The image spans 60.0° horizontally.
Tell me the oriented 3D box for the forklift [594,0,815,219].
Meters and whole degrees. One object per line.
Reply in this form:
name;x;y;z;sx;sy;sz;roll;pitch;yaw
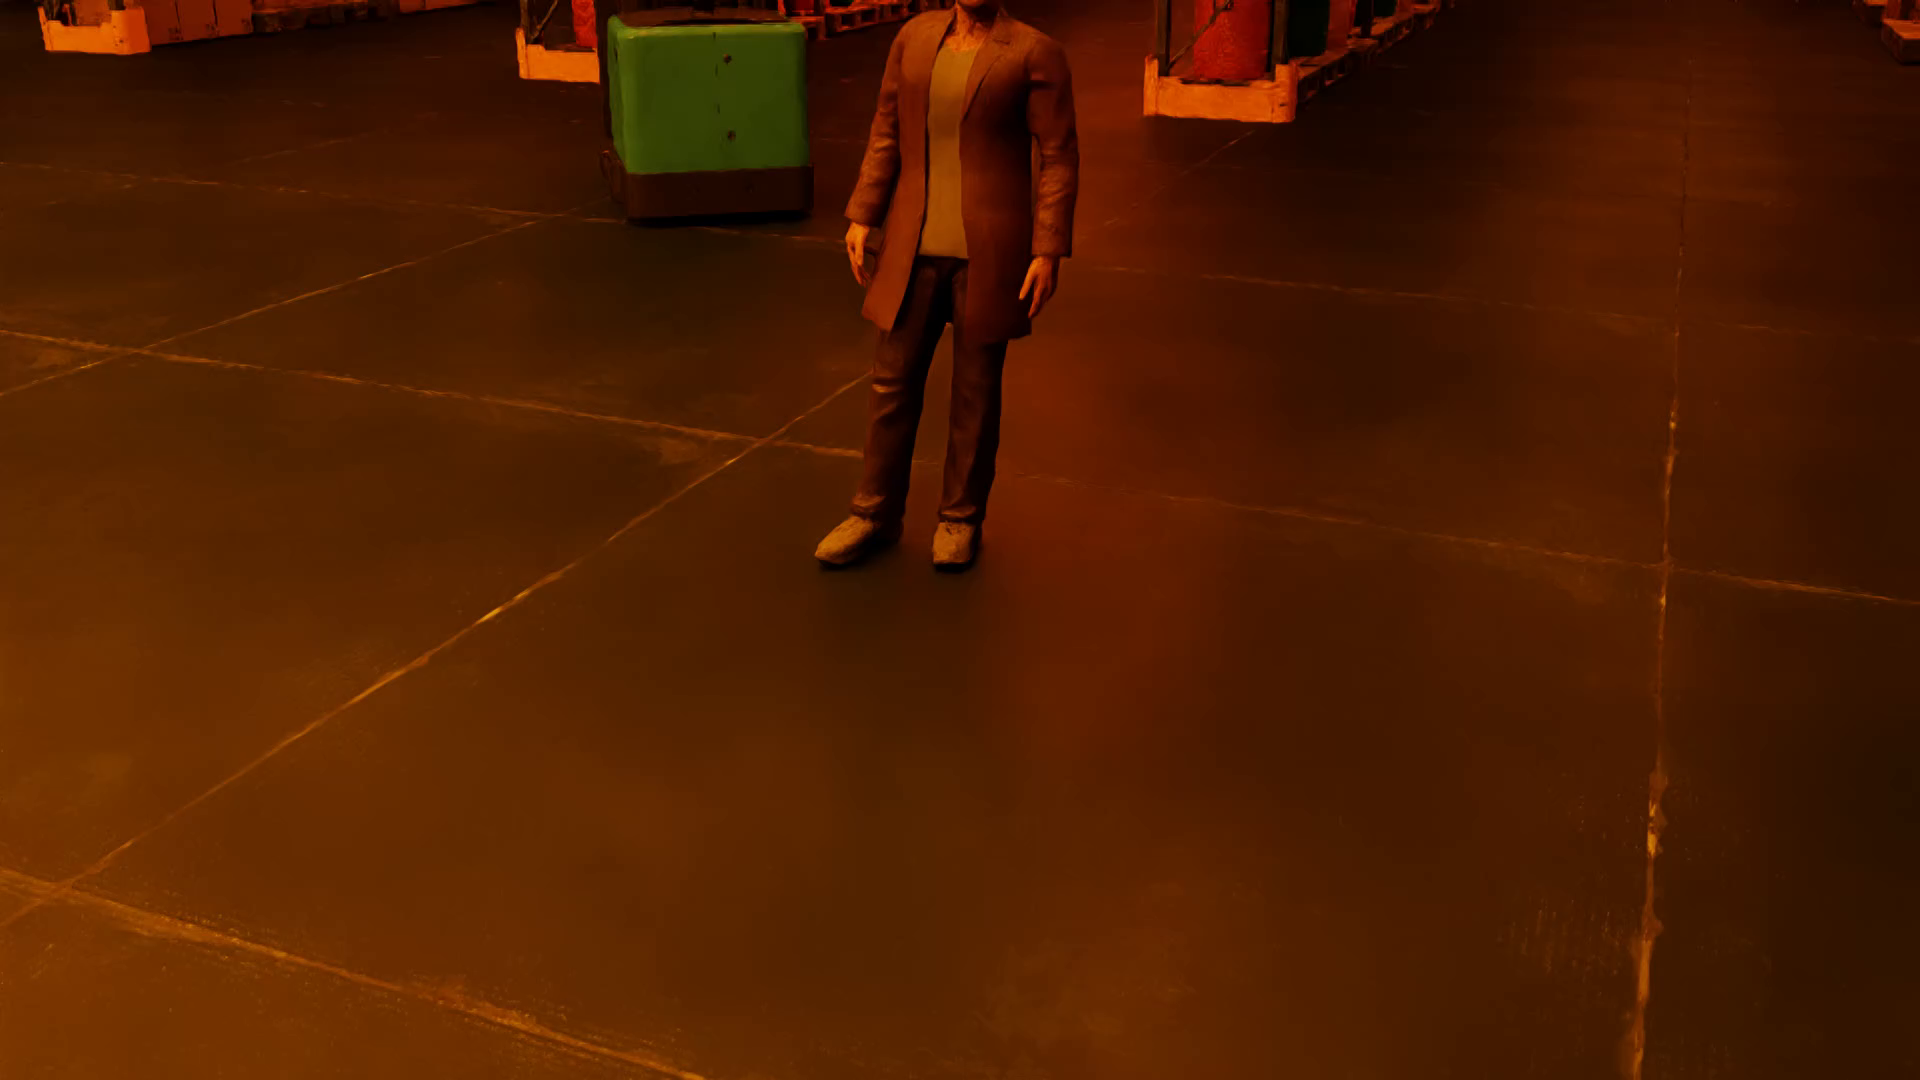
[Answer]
forklift;-1.708;-3.666;10.063;1.130;2.935;3.031;-6;23;-14

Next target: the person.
person;-0.039;-0.795;4.671;0.694;1.776;0.580;9;24;21
